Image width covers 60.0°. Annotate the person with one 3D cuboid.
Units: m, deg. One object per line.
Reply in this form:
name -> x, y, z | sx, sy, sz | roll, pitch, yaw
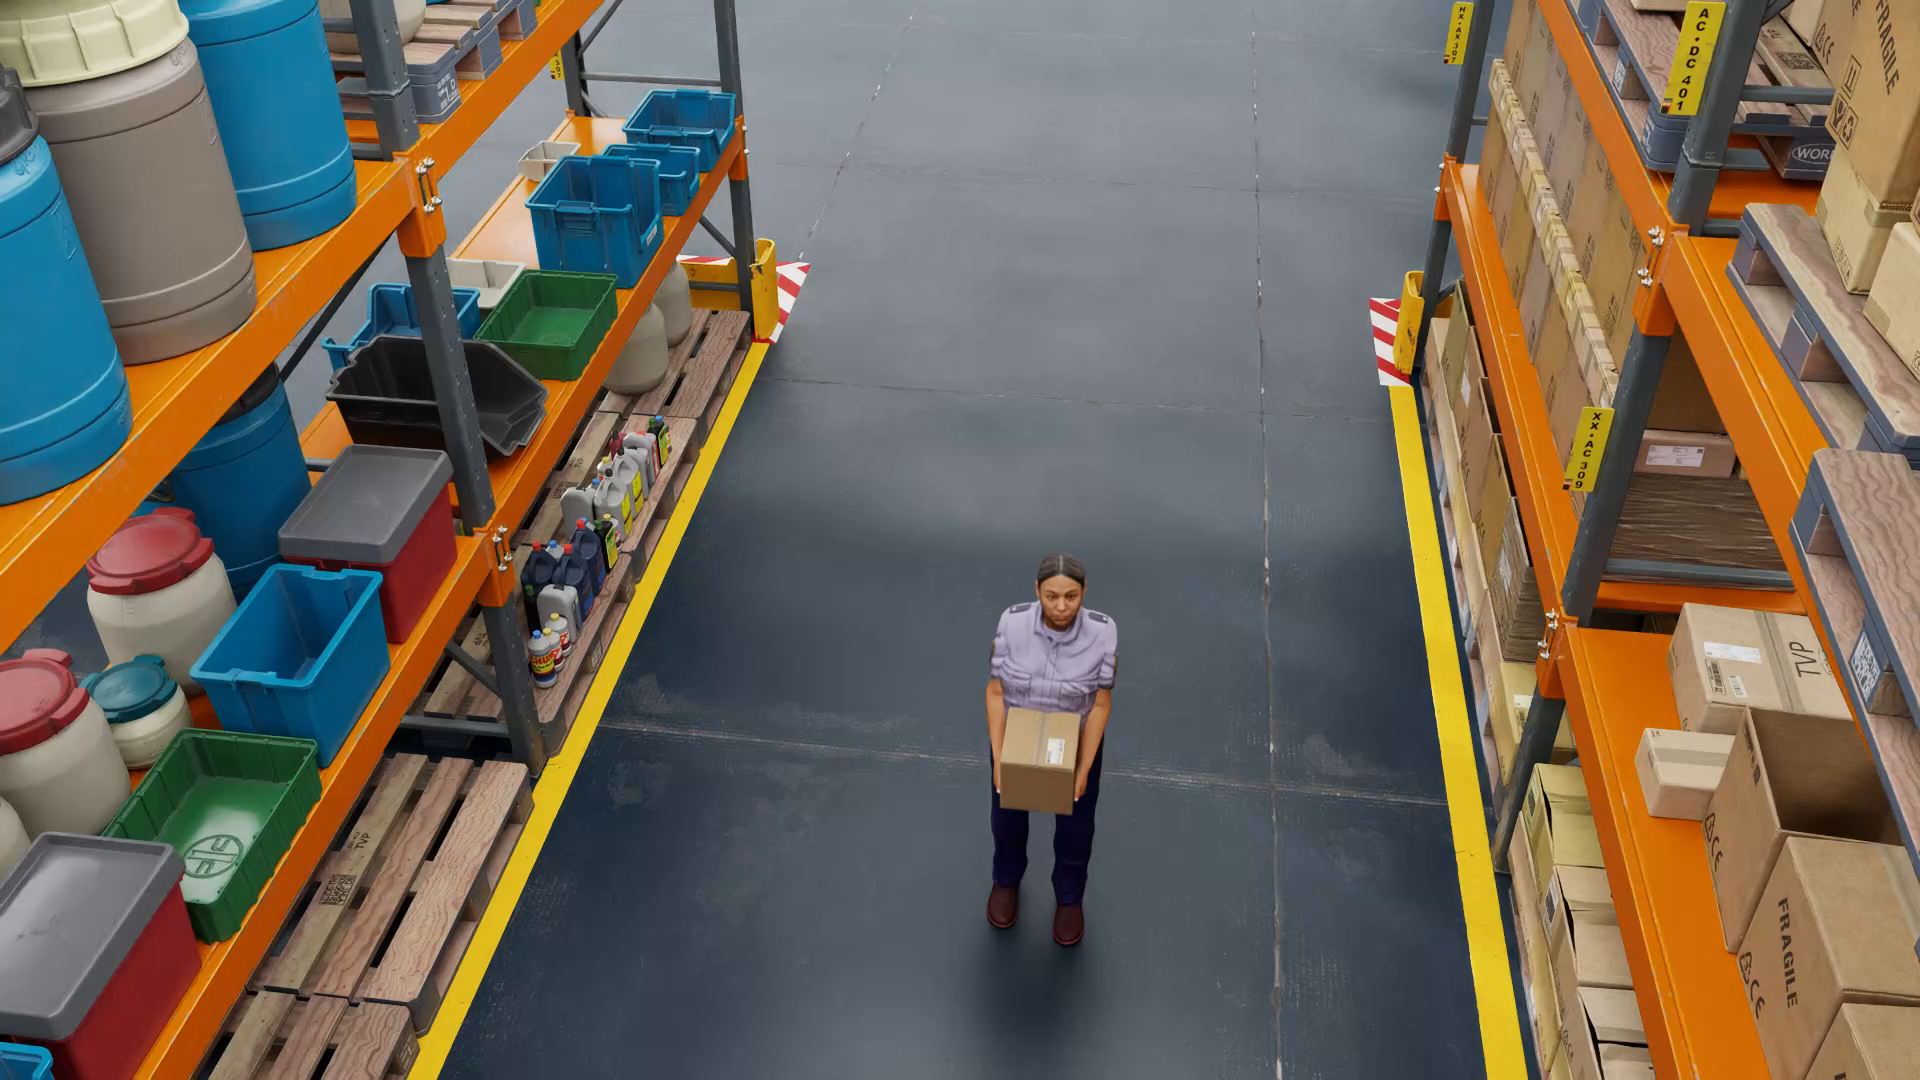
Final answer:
person -> 0.310, 0.797, 5.978 | 0.453, 1.636, 0.524 | 5, 37, 7
